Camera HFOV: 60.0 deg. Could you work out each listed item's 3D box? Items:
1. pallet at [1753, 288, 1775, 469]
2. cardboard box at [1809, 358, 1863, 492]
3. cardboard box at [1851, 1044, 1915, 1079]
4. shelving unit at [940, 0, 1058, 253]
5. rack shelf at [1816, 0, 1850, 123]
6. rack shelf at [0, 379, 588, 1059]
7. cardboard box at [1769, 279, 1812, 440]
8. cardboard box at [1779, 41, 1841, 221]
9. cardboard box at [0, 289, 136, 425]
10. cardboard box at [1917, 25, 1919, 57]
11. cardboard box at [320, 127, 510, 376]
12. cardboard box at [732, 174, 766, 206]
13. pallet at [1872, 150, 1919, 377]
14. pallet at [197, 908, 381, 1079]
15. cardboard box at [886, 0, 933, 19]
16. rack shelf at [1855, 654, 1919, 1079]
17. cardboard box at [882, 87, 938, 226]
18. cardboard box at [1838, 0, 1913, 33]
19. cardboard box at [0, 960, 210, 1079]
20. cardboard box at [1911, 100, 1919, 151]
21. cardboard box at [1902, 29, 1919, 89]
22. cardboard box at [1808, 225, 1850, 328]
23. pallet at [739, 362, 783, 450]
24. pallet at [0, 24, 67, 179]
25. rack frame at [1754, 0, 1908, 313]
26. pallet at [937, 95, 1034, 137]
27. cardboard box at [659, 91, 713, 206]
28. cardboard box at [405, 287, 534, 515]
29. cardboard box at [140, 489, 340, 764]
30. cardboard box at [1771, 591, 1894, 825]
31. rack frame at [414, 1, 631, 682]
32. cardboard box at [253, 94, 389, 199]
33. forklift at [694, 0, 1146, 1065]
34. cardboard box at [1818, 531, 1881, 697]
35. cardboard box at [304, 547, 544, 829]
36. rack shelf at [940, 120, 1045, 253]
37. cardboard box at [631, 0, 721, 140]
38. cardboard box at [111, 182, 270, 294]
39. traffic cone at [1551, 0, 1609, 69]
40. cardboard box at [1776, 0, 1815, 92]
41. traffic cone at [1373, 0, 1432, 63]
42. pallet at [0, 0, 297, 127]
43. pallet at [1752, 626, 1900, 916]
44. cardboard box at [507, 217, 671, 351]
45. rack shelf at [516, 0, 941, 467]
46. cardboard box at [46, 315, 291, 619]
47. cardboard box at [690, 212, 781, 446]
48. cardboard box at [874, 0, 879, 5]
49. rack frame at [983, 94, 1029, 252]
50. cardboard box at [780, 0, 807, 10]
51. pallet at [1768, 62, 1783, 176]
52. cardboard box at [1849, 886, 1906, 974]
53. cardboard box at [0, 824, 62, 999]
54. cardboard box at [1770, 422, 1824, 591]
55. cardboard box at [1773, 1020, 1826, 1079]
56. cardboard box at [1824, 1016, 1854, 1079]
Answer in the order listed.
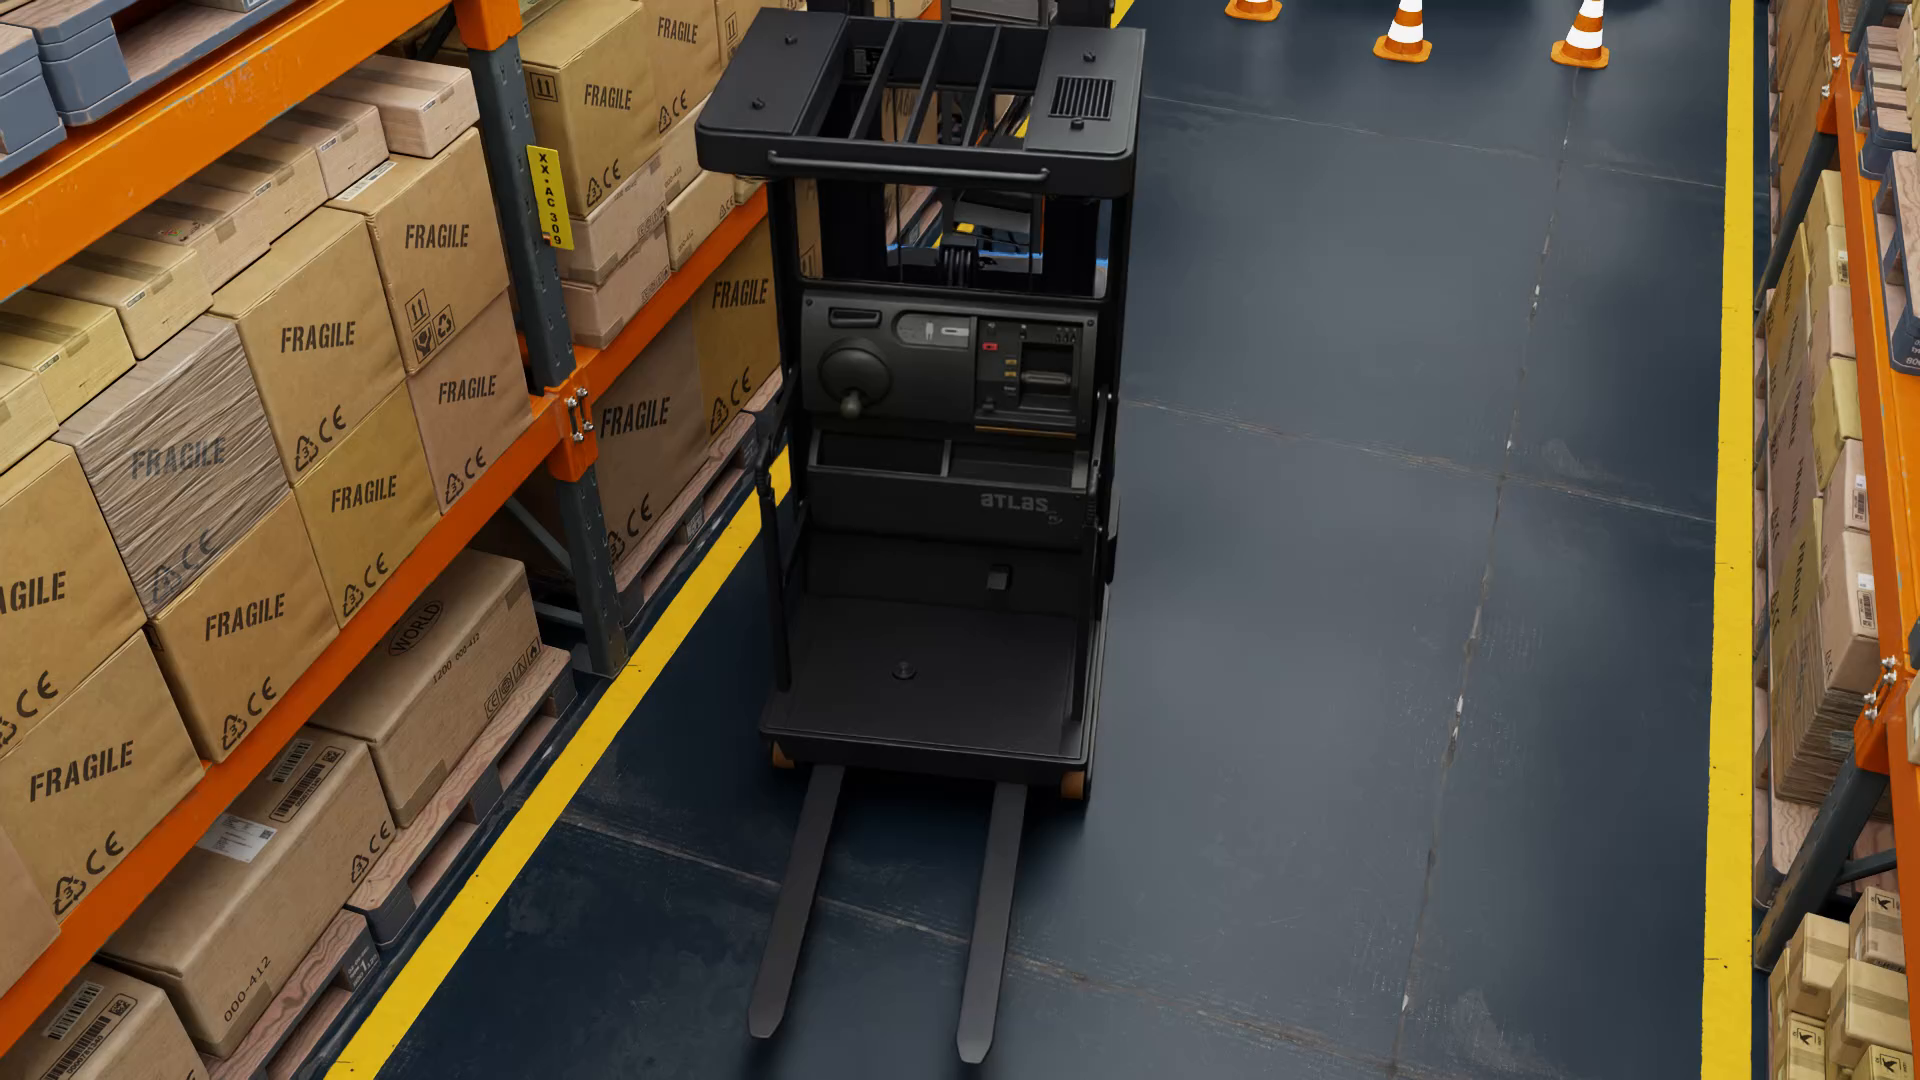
[{"bbox_3d":[4.061,-0.632,7.328,1.003,0.211,1.213,13,42,15],"label":"pallet"},{"bbox_3d":[3.334,-0.370,5.897,0.500,0.250,0.500,12,42,13],"label":"cardboard box"},{"bbox_3d":[2.459,1.454,4.150,0.380,0.149,0.250,13,42,14],"label":"cardboard box"},{"bbox_3d":[0.206,-1.326,6.686,0.431,2.100,0.503,13,42,15],"label":"shelving unit"},{"bbox_3d":[5.013,-3.115,8.644,1.077,0.370,4.000,13,42,15],"label":"rack shelf"},{"bbox_3d":[-2.409,0.727,4.140,1.077,0.370,4.000,13,42,15],"label":"rack shelf"},{"bbox_3d":[3.679,-0.695,6.856,0.500,0.500,0.500,14,42,16],"label":"cardboard box"},{"bbox_3d":[4.622,-1.824,7.987,1.050,0.750,0.750,13,42,14],"label":"cardboard box"},{"bbox_3d":[-2.028,-0.407,3.569,0.380,0.149,0.250,12,42,14],"label":"cardboard box"},{"bbox_3d":[3.884,-1.930,6.342,0.380,0.149,0.250,15,43,17],"label":"cardboard box"},{"bbox_3d":[-1.627,-0.835,4.571,0.500,0.500,0.500,13,42,15],"label":"cardboard box"},{"bbox_3d":[-0.961,-1.544,6.364,0.500,0.250,0.500,13,42,15],"label":"cardboard box"},{"bbox_3d":[3.691,-0.879,5.617,1.003,0.211,1.213,13,42,15],"label":"pallet"},{"bbox_3d":[-2.474,1.488,4.843,1.003,0.211,1.213,13,42,15],"label":"pallet"},{"bbox_3d":[-0.446,-2.467,7.447,0.500,0.250,0.500,14,42,16],"label":"cardboard box"},{"bbox_3d":[2.277,1.765,2.925,1.077,0.370,4.000,13,42,15],"label":"rack shelf"},{"bbox_3d":[-0.671,-2.154,8.277,0.875,0.875,0.875,13,42,15],"label":"cardboard box"},{"bbox_3d":[4.231,-2.541,7.340,0.500,0.500,0.500,13,42,15],"label":"cardboard box"},{"bbox_3d":[-2.656,1.504,4.327,0.875,0.438,0.875,14,43,16],"label":"cardboard box"},{"bbox_3d":[3.712,-1.512,6.081,0.380,0.149,0.250,15,43,17],"label":"cardboard box"},{"bbox_3d":[3.895,-1.841,6.467,0.380,0.149,0.250,15,43,17],"label":"cardboard box"},{"bbox_3d":[3.693,-0.987,6.620,0.500,0.250,0.500,13,42,15],"label":"cardboard box"},{"bbox_3d":[-1.116,-0.939,7.688,1.003,0.211,1.213,13,42,15],"label":"pallet"},{"bbox_3d":[-2.433,-0.635,2.941,1.003,0.211,1.213,13,42,15],"label":"pallet"},{"bbox_3d":[4.329,-2.169,6.981,1.000,3.000,0.127,13,42,15],"label":"rack frame"},{"bbox_3d":[-0.088,-2.621,9.660,1.003,0.211,1.213,13,42,15],"label":"pallet"},{"bbox_3d":[-1.157,-1.429,5.844,0.500,0.250,0.500,14,42,16],"label":"cardboard box"},{"bbox_3d":[-1.643,-0.464,4.906,0.500,0.500,0.500,14,42,15],"label":"cardboard box"},{"bbox_3d":[-1.972,0.160,4.174,0.500,0.500,0.500,13,42,14],"label":"cardboard box"},{"bbox_3d":[2.978,0.555,5.391,0.500,0.500,0.500,13,42,14],"label":"cardboard box"},{"bbox_3d":[-1.725,-0.766,5.337,1.000,3.000,0.127,13,42,15],"label":"rack frame"},{"bbox_3d":[-1.723,-1.036,4.306,0.380,0.149,0.250,14,43,16],"label":"cardboard box"},{"bbox_3d":[-0.066,-0.473,5.046,1.130,2.935,3.031,5,41,6],"label":"forklift"},{"bbox_3d":[2.978,0.266,5.151,0.500,0.250,0.500,12,42,14],"label":"cardboard box"},{"bbox_3d":[-2.040,0.408,5.611,0.875,0.438,0.875,13,42,14],"label":"cardboard box"},{"bbox_3d":[0.206,-1.315,6.695,0.431,0.518,0.480,13,42,15],"label":"rack shelf"},{"bbox_3d":[-1.156,-1.705,5.590,0.500,0.500,0.500,13,42,15],"label":"cardboard box"},{"bbox_3d":[-1.887,-0.728,3.945,0.380,0.149,0.250,13,42,15],"label":"cardboard box"},{"bbox_3d":[3.819,-3.160,10.098,0.336,0.463,0.334,13,42,15],"label":"traffic cone"},{"bbox_3d":[5.236,-2.926,9.278,1.050,0.750,0.750,13,42,15],"label":"cardboard box"},{"bbox_3d":[2.743,-3.214,10.161,0.336,0.463,0.334,13,42,15],"label":"traffic cone"},{"bbox_3d":[-2.014,-1.377,3.810,1.003,0.211,1.213,13,42,15],"label":"pallet"},{"bbox_3d":[3.226,0.857,5.583,1.003,0.211,1.213,13,42,15],"label":"pallet"},{"bbox_3d":[-1.326,-0.919,5.631,0.500,0.250,0.500,12,42,14],"label":"cardboard box"},{"bbox_3d":[-1.041,-1.712,7.000,1.077,0.370,4.000,13,42,15],"label":"rack shelf"},{"bbox_3d":[-1.973,-0.215,3.844,0.500,0.500,0.500,14,42,16],"label":"cardboard box"},{"bbox_3d":[-1.286,-1.066,7.002,0.875,0.875,0.875,14,43,16],"label":"cardboard box"},{"bbox_3d":[-0.612,-2.357,6.932,0.500,0.250,0.500,12,42,14],"label":"cardboard box"},{"bbox_3d":[0.291,-1.474,6.860,0.400,2.100,0.015,13,42,15],"label":"rack frame"},{"bbox_3d":[-0.812,-2.327,6.320,0.500,0.500,0.500,13,42,14],"label":"cardboard box"},{"bbox_3d":[5.088,-2.314,9.299,1.003,0.211,1.213,13,42,15],"label":"pallet"},{"bbox_3d":[2.649,1.134,4.525,0.380,0.149,0.250,15,43,17],"label":"cardboard box"},{"bbox_3d":[-2.321,0.786,3.441,0.500,0.500,0.500,13,42,15],"label":"cardboard box"},{"bbox_3d":[3.333,-0.070,6.123,0.500,0.500,0.500,12,42,14],"label":"cardboard box"},{"bbox_3d":[2.444,1.509,4.543,0.380,0.149,0.250,14,43,16],"label":"cardboard box"},{"bbox_3d":[2.535,1.407,4.434,0.380,0.149,0.250,14,42,15],"label":"cardboard box"}]
